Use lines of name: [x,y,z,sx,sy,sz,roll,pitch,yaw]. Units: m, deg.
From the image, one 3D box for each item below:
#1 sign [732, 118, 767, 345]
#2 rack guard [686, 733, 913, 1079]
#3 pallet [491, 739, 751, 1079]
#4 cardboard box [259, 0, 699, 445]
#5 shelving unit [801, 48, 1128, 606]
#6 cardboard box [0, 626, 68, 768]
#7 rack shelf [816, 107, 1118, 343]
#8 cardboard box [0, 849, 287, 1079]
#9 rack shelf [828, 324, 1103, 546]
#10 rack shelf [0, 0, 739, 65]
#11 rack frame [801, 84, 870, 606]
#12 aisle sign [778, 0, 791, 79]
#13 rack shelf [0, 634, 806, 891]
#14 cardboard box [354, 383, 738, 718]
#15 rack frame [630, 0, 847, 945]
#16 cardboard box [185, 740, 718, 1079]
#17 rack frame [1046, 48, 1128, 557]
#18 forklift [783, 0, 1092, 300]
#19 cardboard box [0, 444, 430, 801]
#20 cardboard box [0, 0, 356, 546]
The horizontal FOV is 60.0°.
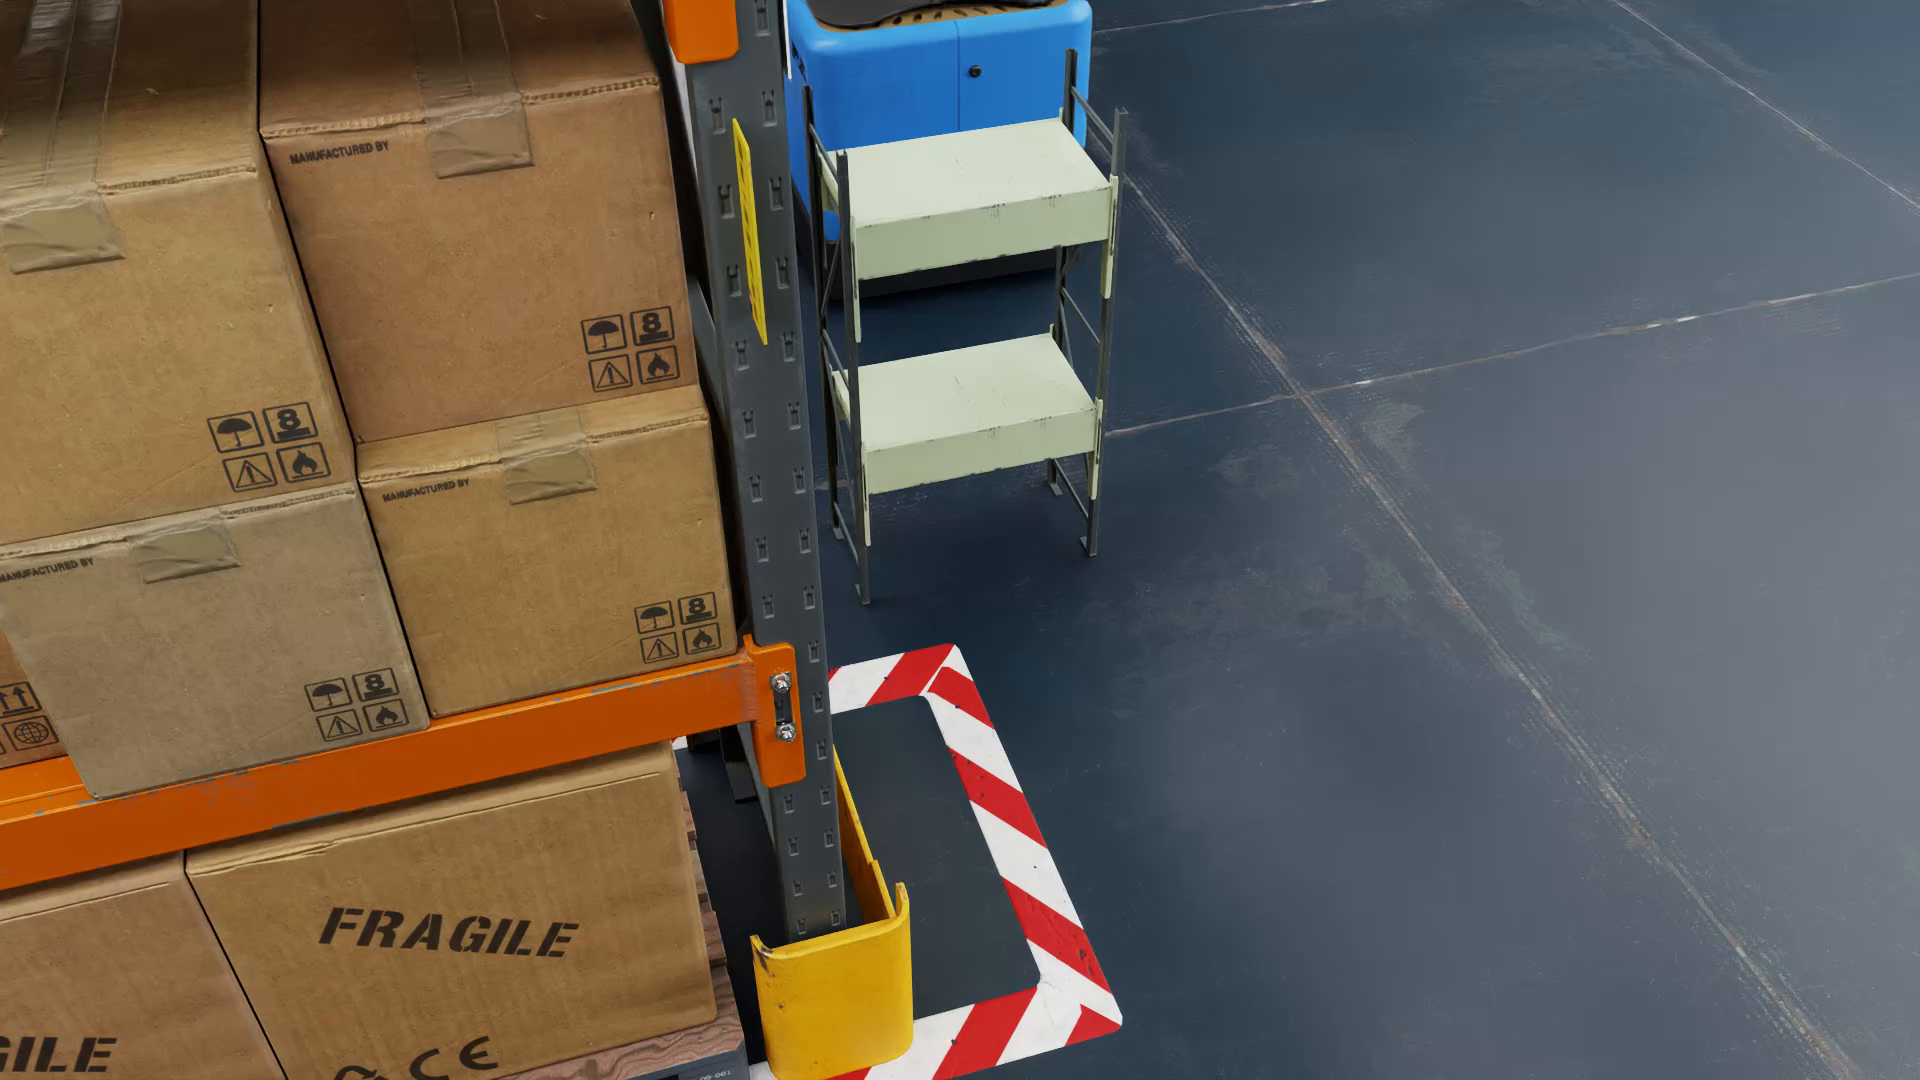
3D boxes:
sign: [-0.305,-0.444,2.419,0.005,0.325,0.100,-12,42,-13]
rack guard: [-0.432,0.674,4.098,0.348,0.500,1.175,-12,42,-13]
pallet: [-1.194,0.995,3.951,1.213,0.211,1.003,-12,42,-13]
cardboard box: [-0.821,-0.676,2.810,0.550,0.550,0.875,-12,42,-13]
shelving unit: [0.006,-0.566,4.758,0.755,1.500,0.431,-12,42,-13]
cardboard box: [-1.885,-0.063,2.928,0.550,0.550,0.875,-12,42,-13]
rack shelf: [0.006,-0.860,4.501,0.720,0.370,0.431,-12,42,-13]
cardboard box: [-1.921,0.730,3.430,0.875,0.875,0.875,-12,43,-14]
rack shelf: [0.006,-0.321,4.973,0.720,0.370,0.431,-12,42,-13]
rack shelf: [-2.363,-0.726,2.068,4.000,0.370,1.077,-12,42,-13]
rack frame: [-0.343,-0.494,4.675,0.023,1.500,0.400,-12,42,-13]
aisle sign: [-0.297,-1.067,2.216,0.004,0.787,0.394,-12,42,-13]
rack shelf: [-2.363,0.404,3.055,4.000,0.370,1.077,-12,42,-13]
cardboard box: [-0.796,-0.217,3.104,0.550,0.550,0.875,-12,42,-13]
rack frame: [-0.455,-0.262,3.270,0.127,3.000,1.000,-12,42,-13]
cardboard box: [-1.082,0.555,3.630,0.875,0.875,0.875,-11,42,-13]
rack frame: [0.355,-0.638,4.841,0.023,1.500,0.400,-12,42,-13]
forklift: [-0.431,-2.972,6.424,1.130,2.935,3.031,-11,42,-12]
cardboard box: [-1.314,-0.095,2.964,0.550,0.550,0.875,-12,42,-13]
cardboard box: [-1.318,-0.510,2.619,0.550,0.550,0.875,-12,42,-13]
